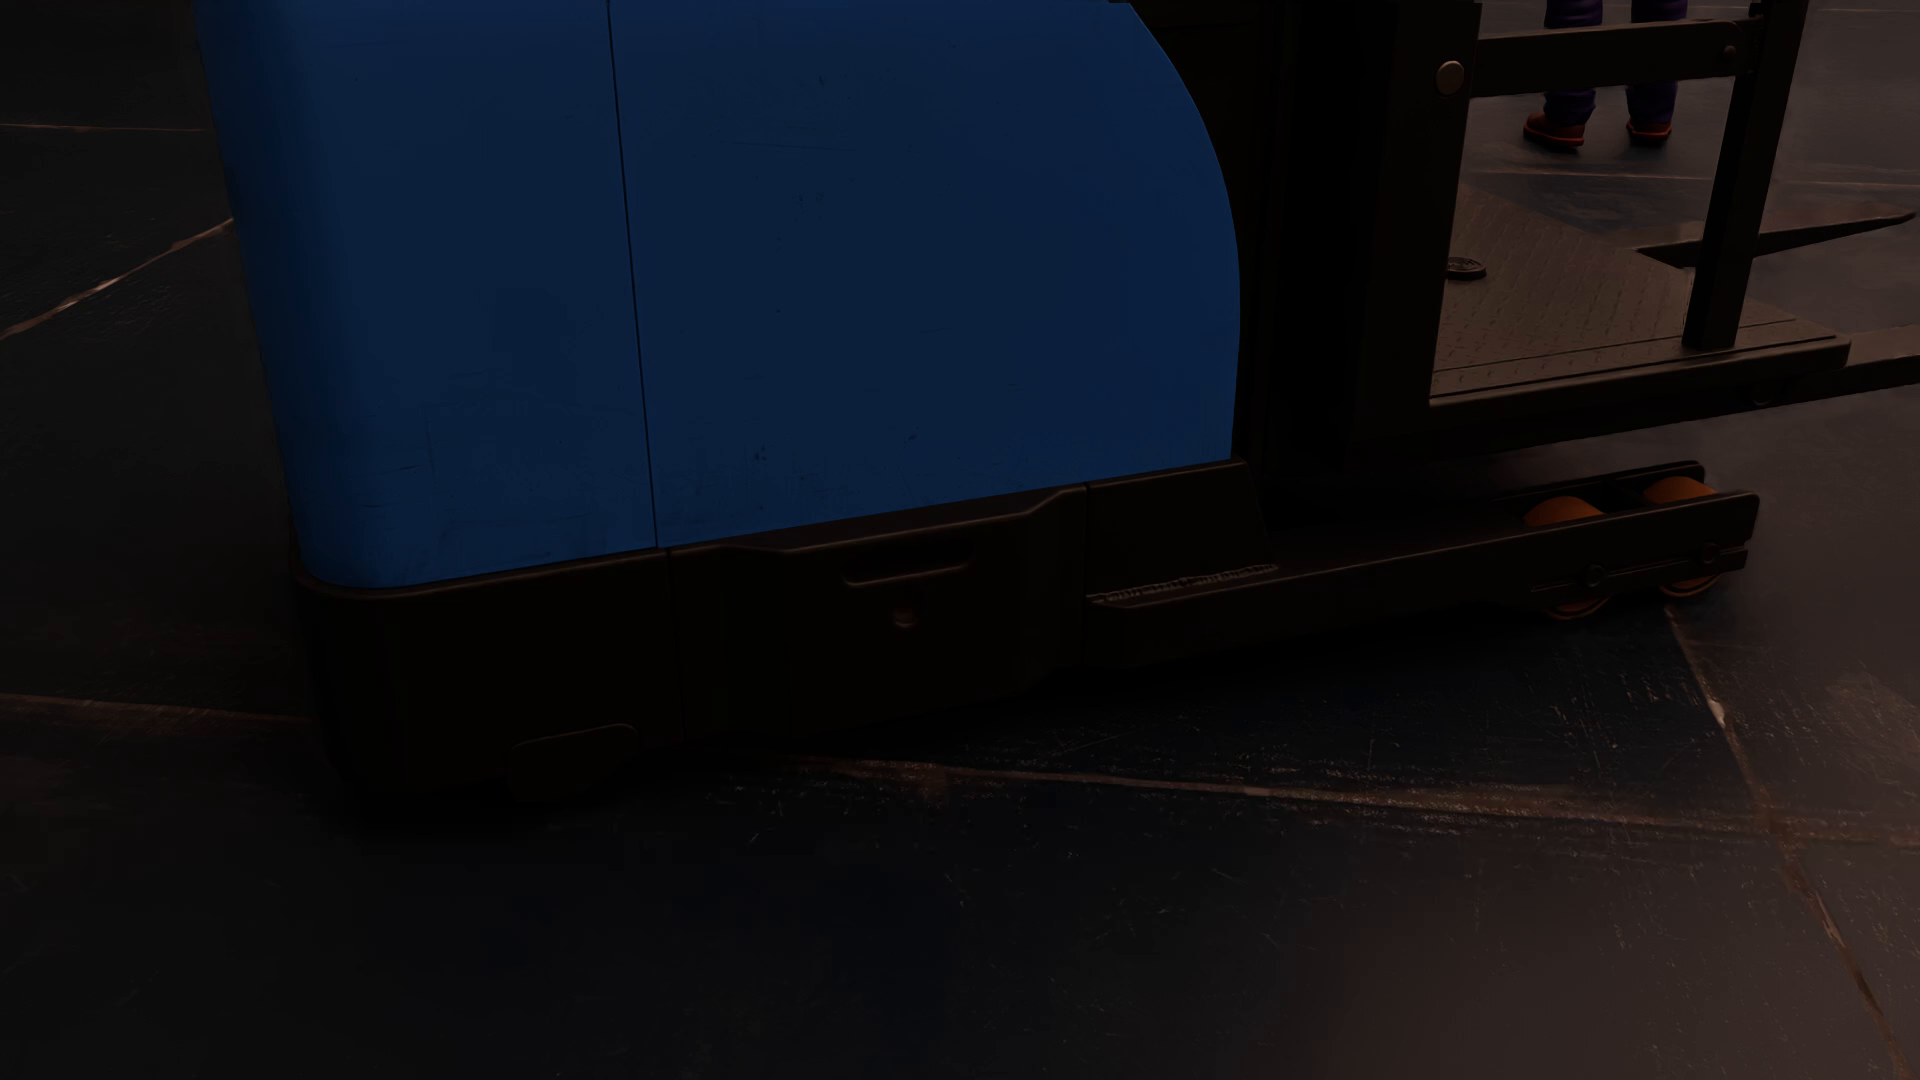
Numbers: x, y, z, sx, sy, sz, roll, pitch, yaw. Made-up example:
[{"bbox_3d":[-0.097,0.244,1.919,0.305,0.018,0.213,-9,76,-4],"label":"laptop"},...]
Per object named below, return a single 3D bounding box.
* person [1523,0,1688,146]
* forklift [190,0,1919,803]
[{"bbox_3d":[1.776,-1.893,4.433,0.598,1.651,0.502,4,27,8],"label":"person"},{"bbox_3d":[0.574,-1.413,2.049,3.031,2.935,1.130,-9,28,-18],"label":"forklift"}]
